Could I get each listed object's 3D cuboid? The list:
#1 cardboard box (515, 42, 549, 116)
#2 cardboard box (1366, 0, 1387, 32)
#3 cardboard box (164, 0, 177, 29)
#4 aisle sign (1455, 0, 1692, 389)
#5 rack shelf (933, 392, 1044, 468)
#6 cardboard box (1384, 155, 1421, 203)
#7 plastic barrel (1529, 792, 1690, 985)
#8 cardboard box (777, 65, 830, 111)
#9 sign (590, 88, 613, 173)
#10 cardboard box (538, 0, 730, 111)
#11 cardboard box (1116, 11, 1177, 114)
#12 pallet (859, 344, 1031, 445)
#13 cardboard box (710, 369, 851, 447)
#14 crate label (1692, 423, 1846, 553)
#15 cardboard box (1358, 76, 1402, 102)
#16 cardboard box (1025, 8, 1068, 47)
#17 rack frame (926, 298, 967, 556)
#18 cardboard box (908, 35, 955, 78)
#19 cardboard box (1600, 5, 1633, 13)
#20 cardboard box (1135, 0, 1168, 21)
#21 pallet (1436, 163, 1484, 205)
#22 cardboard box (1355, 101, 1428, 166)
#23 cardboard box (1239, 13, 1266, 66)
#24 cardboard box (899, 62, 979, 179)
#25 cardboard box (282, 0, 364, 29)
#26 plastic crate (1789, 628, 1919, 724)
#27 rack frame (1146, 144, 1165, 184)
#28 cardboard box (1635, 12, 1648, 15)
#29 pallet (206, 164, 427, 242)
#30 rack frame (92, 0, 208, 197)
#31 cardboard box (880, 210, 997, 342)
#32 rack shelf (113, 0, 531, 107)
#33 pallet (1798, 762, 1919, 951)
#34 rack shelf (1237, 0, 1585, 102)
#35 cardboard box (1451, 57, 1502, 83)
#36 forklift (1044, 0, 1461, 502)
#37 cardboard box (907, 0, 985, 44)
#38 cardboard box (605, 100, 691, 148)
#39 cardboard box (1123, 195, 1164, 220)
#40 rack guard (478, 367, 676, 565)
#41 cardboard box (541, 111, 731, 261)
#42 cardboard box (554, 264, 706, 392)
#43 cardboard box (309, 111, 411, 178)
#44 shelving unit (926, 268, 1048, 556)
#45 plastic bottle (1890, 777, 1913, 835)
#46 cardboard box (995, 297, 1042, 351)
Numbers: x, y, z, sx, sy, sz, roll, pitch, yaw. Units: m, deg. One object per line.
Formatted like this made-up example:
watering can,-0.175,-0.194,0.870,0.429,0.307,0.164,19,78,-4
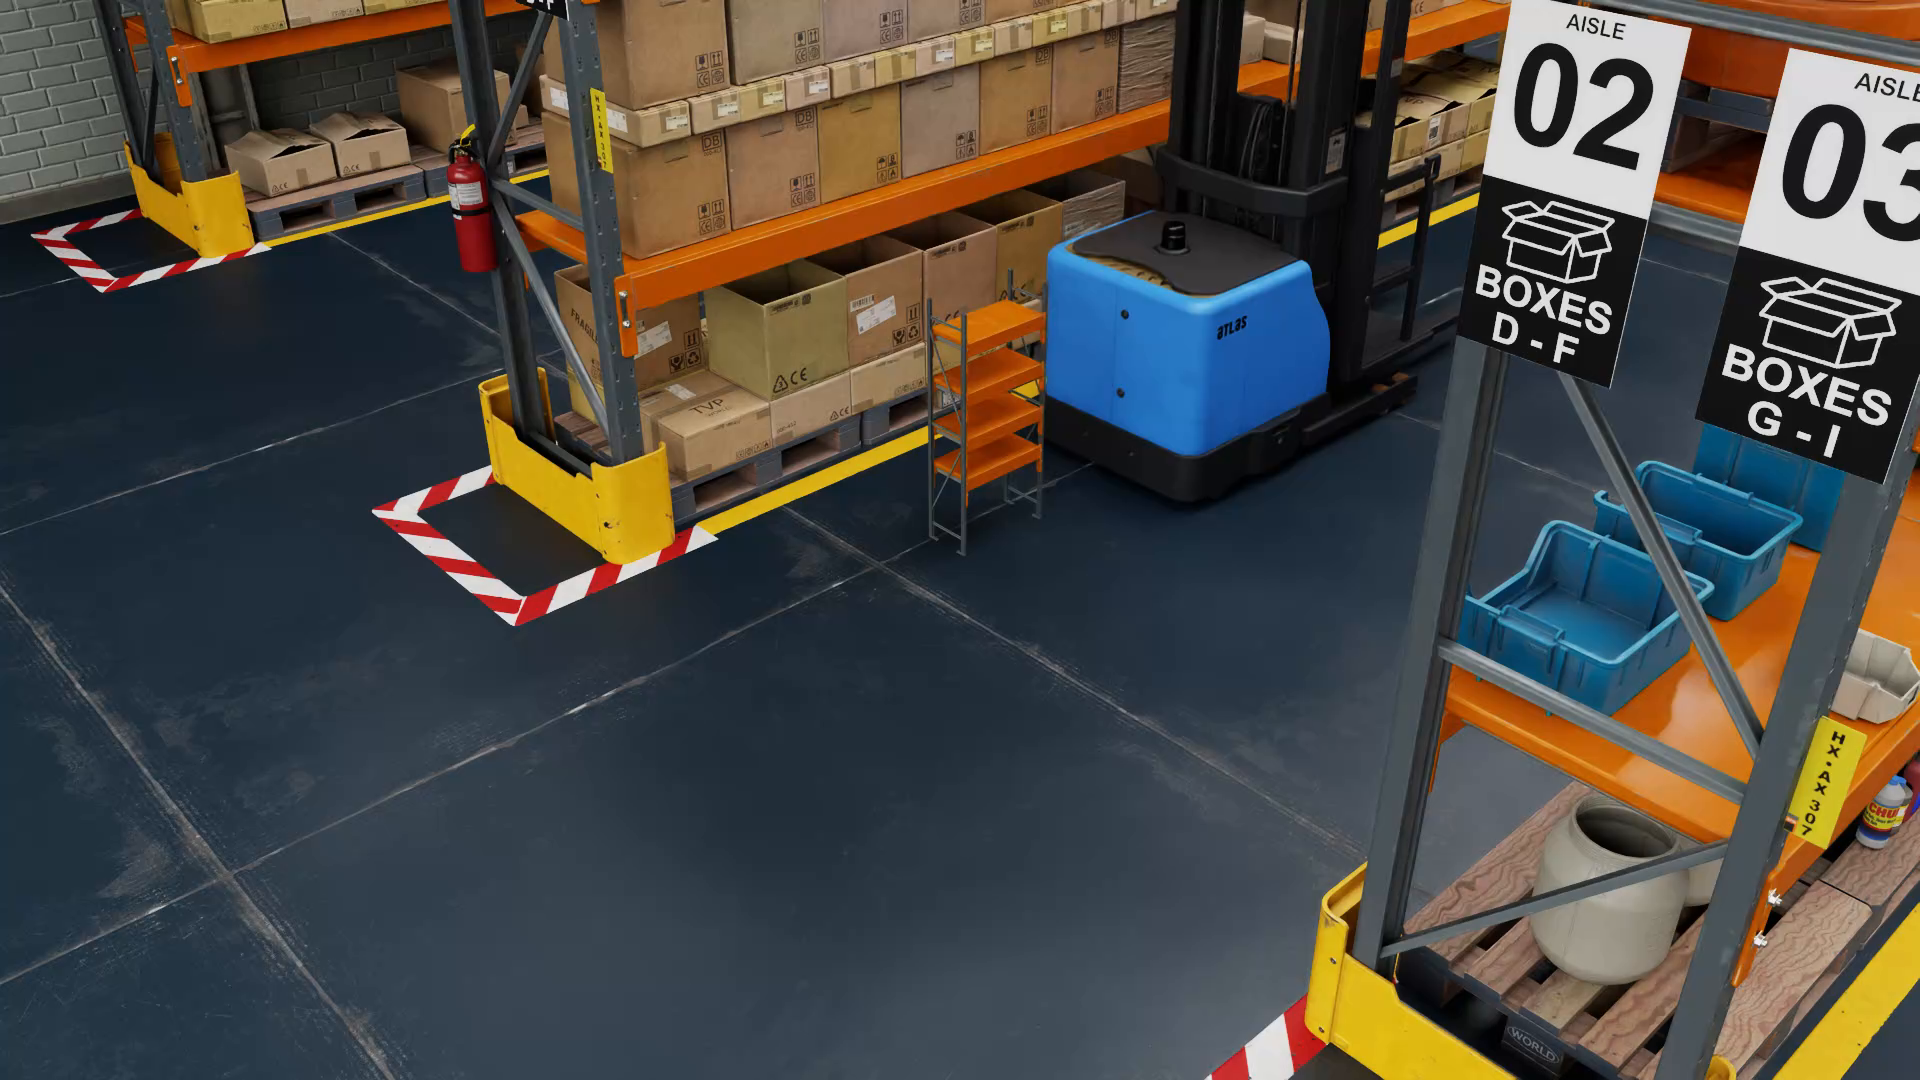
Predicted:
cardboard box,-2.975,-3.496,12.566,0.500,0.500,0.500,26,40,35
cardboard box,2.457,-3.538,10.564,0.500,0.500,0.500,-26,40,-35
cardboard box,-4.964,-3.524,10.762,0.500,0.250,0.500,-25,39,-35
aisle sign,1.307,-0.747,3.604,0.004,0.787,0.394,-26,40,-35
rack shelf,0.121,-0.513,7.568,0.480,0.148,0.258,-26,40,-35
cardboard box,2.721,-2.464,11.138,0.500,0.250,0.500,-25,39,-35
plastic barrel,1.992,1.070,5.107,0.421,0.512,0.421,0,31,0
cardboard box,-0.808,-2.093,7.580,0.250,0.149,0.380,-27,40,-36
sign,-1.431,-1.634,6.641,0.005,0.325,0.100,-26,40,-35
cardboard box,-1.414,-2.221,7.168,0.500,0.500,0.700,-26,40,-35
cardboard box,0.808,-2.747,9.272,0.500,0.500,0.700,-27,41,-37
pallet,-0.377,-0.974,9.140,1.213,0.211,1.003,-26,40,-35
cardboard box,-0.895,-0.736,8.311,0.500,0.250,0.500,-26,40,-35
crate label,2.727,-0.321,5.365,0.616,0.435,0.502,-26,40,-35
cardboard box,2.724,-3.085,11.616,0.500,0.311,0.500,-27,41,-37
cardboard box,0.328,-2.645,8.483,0.250,0.149,0.380,-26,40,-36
rack frame,-0.058,-0.484,7.391,0.015,1.200,0.240,-26,40,-35
cardboard box,-0.242,-2.367,8.027,0.250,0.149,0.380,-25,40,-35
cardboard box,5.349,-4.198,13.714,0.500,0.500,0.500,28,41,37
cardboard box,0.893,-2.918,8.930,0.250,0.149,0.380,-27,40,-36
pallet,3.432,-2.816,12.154,1.213,0.211,1.003,-26,40,-35
cardboard box,2.728,-2.707,10.997,0.500,0.311,0.500,-25,39,-34
cardboard box,1.461,-2.992,9.911,0.500,0.250,0.500,-23,38,-33
cardboard box,-0.319,-2.199,8.375,0.500,0.500,0.700,-24,39,-34
cardboard box,-4.230,-3.525,10.764,0.500,0.250,0.500,-27,41,-37
plastic crate,2.436,0.369,4.524,0.250,0.136,0.298,-26,40,-35
rack frame,1.129,-2.864,9.559,0.127,3.000,1.000,-26,40,-35
cardboard box,5.721,-4.007,13.403,0.500,0.500,0.500,-27,41,-37
pallet,-4.499,-2.451,11.556,1.213,0.211,1.003,-26,40,-35
rack frame,-5.175,-3.339,10.335,0.127,3.000,1.000,-26,40,-35
cardboard box,-0.158,-1.408,8.691,0.500,0.500,0.500,-26,40,-35
rack shelf,-3.708,-3.742,11.683,4.000,0.370,1.077,-26,40,-35
pallet,3.079,0.879,6.111,1.213,0.211,1.003,-26,40,-35
rack shelf,2.596,-3.267,10.907,4.000,0.370,1.077,-26,40,-35
cardboard box,3.846,-3.249,11.883,0.500,0.311,0.500,-25,39,-34
forklift,1.820,-2.089,8.357,3.031,2.935,1.130,-26,40,-36
cardboard box,-0.296,-2.767,8.060,0.500,0.500,0.700,-26,40,-35
cardboard box,-1.370,-1.822,7.136,0.250,0.149,0.380,-26,40,-36
cardboard box,1.236,-2.128,10.589,0.500,0.250,0.500,-26,40,-36
rack guard,-1.821,-0.371,7.877,0.348,0.500,1.175,-26,40,-35
cardboard box,-1.453,-1.649,7.475,0.500,0.500,0.700,-26,40,-35
cardboard box,-1.613,-1.076,8.148,0.500,0.500,0.500,-26,40,-35
cardboard box,-4.188,-2.793,11.598,0.500,0.311,0.500,-22,38,-32
shelving unit,0.121,-0.571,7.533,0.503,1.200,0.258,-26,40,-35
plastic bottle,3.179,0.896,5.670,0.097,0.201,0.097,0,31,0
cardboard box,0.208,-1.266,9.178,0.500,0.250,0.500,-26,40,-35
